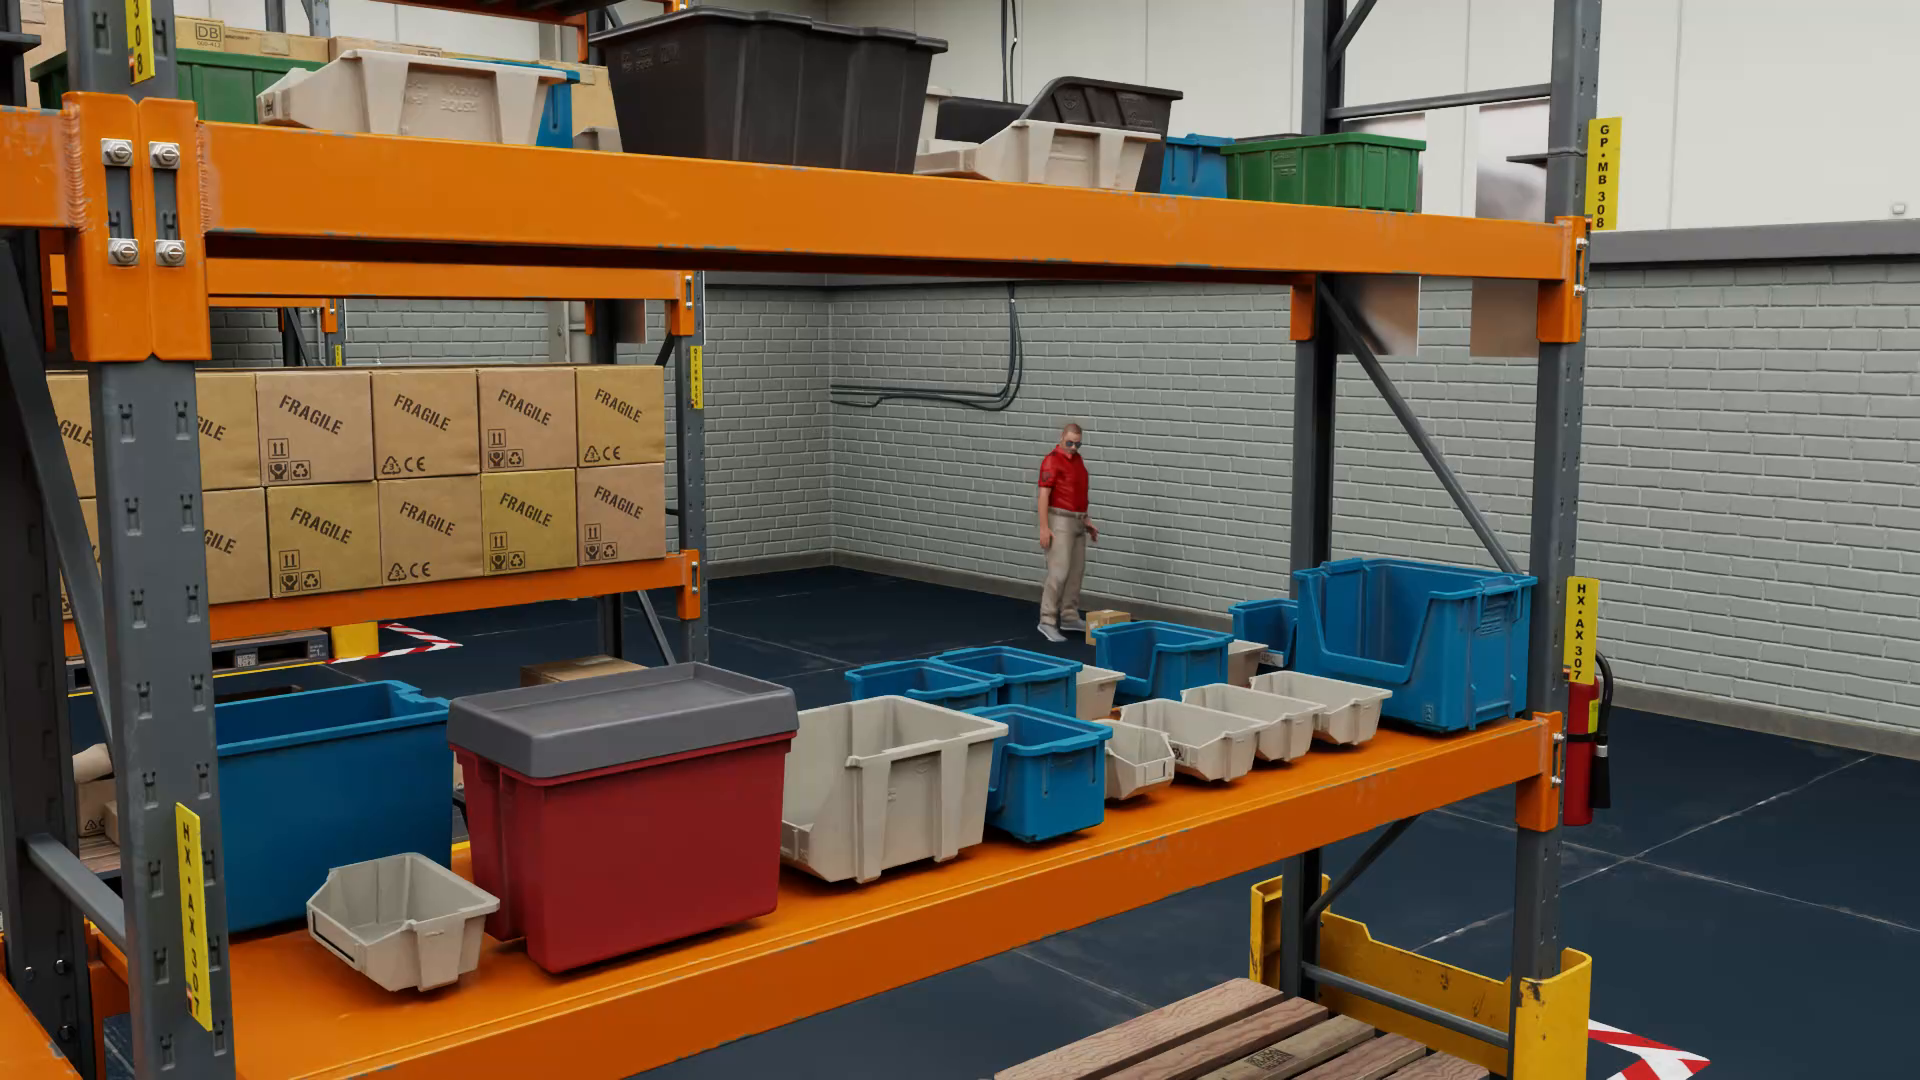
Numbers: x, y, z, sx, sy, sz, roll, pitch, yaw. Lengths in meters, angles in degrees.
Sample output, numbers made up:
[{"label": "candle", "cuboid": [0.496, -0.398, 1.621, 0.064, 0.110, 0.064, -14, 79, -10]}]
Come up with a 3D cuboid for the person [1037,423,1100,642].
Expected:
[{"label": "person", "cuboid": [0.885, -0.065, 13.472, 0.378, 1.756, 0.636, 4, 8, 28]}]
